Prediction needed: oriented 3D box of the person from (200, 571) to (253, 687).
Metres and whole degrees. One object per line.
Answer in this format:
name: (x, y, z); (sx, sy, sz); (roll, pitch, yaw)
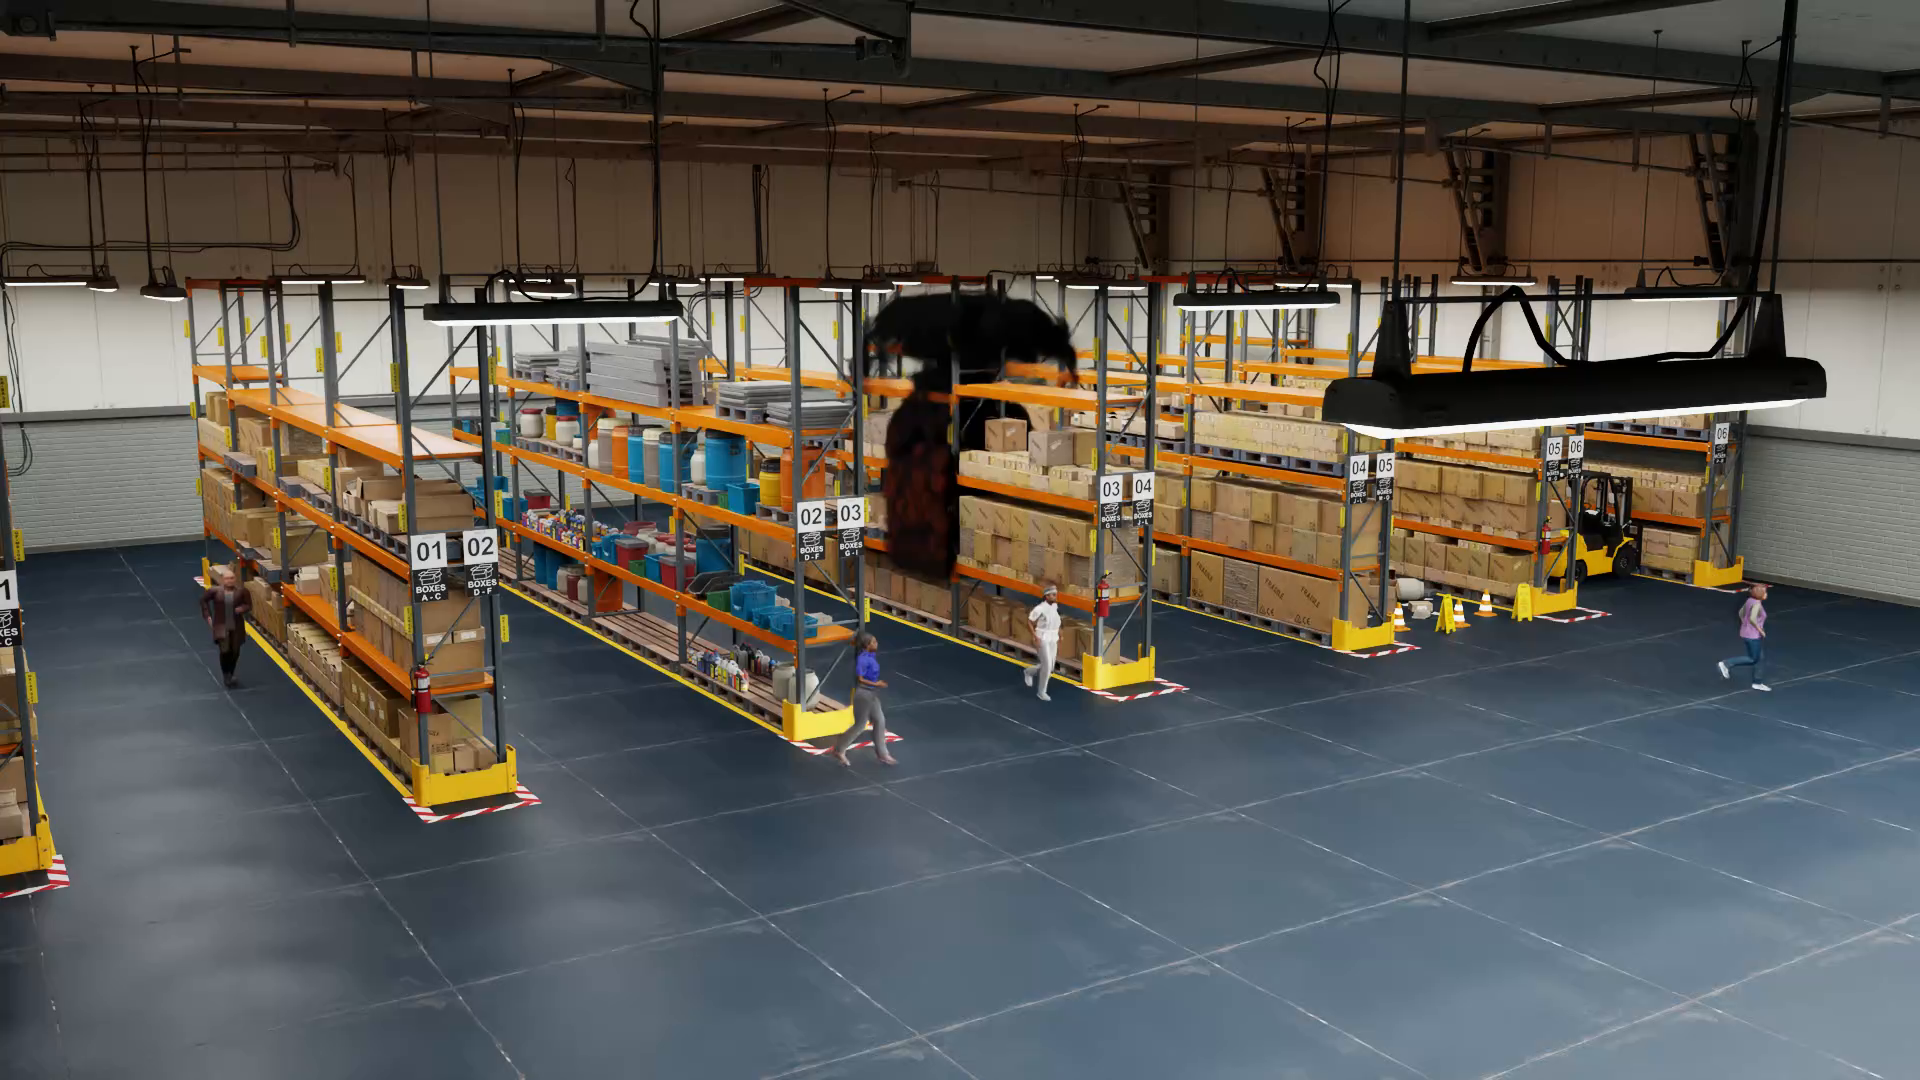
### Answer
person: (-10.932, 1.323, 24.875); (0.691, 1.763, 0.799); (-6, 11, -32)

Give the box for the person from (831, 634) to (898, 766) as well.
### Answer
person: (-1.197, 2.013, 21.057); (0.837, 1.683, 0.617); (1, 10, 5)

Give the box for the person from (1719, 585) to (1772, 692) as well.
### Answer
person: (11.722, 1.451, 24.755); (0.747, 1.582, 0.566); (2, 10, 13)

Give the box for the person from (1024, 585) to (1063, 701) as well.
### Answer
person: (1.229, 1.478, 24.415); (0.612, 1.664, 0.678); (-9, 13, -41)
